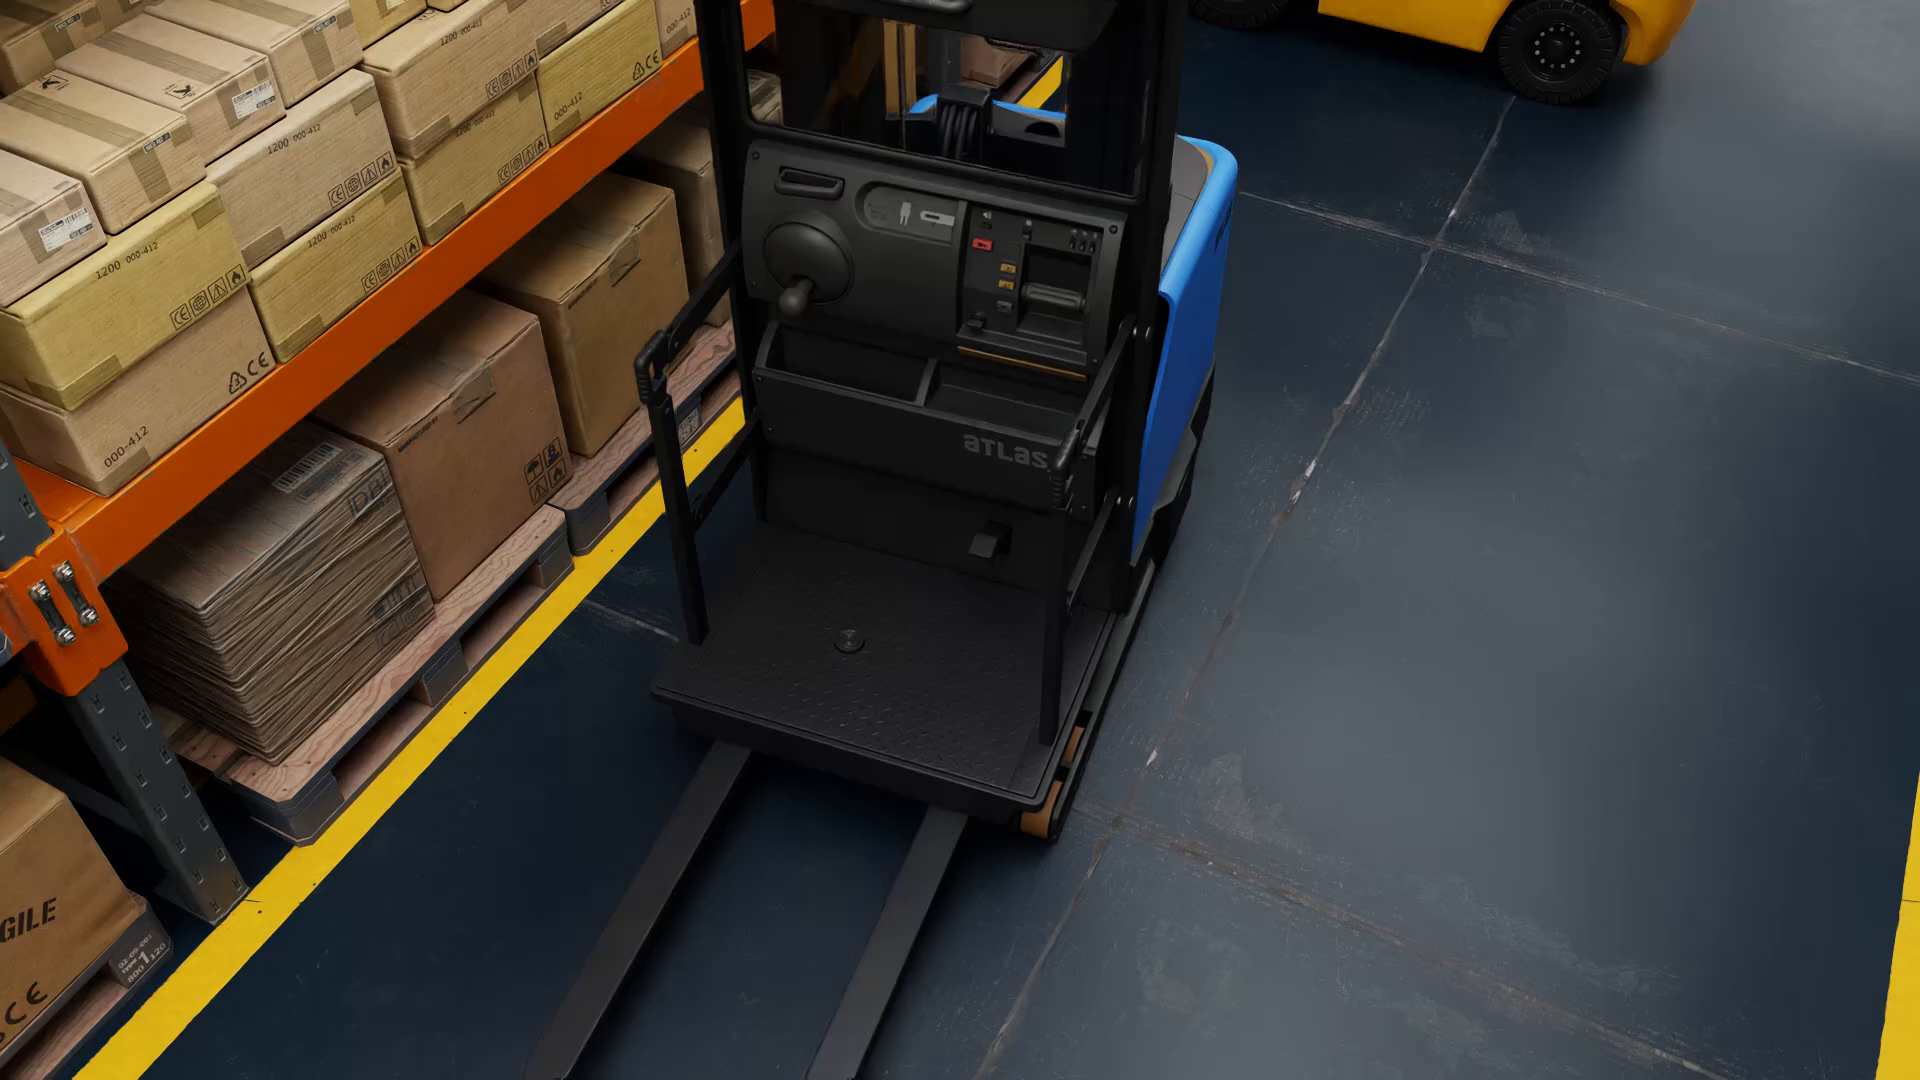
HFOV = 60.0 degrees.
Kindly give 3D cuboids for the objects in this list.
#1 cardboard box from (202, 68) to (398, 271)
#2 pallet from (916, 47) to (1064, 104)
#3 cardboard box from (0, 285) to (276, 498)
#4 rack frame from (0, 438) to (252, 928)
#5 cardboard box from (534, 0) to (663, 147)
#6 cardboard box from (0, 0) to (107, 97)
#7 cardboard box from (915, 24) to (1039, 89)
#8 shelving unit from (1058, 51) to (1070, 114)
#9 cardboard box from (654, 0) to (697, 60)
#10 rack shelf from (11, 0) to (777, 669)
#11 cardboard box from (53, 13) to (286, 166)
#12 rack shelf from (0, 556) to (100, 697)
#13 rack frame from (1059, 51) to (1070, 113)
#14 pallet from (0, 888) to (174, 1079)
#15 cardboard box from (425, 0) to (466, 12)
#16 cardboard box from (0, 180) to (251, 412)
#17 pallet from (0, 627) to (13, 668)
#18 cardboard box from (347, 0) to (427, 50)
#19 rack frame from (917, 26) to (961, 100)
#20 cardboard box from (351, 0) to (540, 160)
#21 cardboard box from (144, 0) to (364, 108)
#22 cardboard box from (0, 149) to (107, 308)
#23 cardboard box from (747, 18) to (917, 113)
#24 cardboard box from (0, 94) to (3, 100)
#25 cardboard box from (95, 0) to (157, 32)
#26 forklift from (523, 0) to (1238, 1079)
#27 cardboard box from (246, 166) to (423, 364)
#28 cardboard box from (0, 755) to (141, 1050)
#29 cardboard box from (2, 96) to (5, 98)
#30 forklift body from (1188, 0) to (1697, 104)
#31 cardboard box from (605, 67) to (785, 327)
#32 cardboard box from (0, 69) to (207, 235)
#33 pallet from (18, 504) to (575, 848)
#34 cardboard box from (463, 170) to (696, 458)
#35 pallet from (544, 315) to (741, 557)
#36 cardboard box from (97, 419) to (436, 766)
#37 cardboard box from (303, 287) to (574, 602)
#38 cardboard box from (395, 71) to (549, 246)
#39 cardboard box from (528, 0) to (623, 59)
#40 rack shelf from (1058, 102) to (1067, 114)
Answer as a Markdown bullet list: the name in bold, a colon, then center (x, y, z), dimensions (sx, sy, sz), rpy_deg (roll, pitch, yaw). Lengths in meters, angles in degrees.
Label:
- **cardboard box**: center (-1.666, -0.900, 3.785), dimensions (0.500, 0.250, 0.500), rpy_deg (22, 49, 20)
- **pallet**: center (-0.059, -2.290, 7.365), dimensions (1.003, 0.211, 1.213), rpy_deg (20, 49, 19)
- **cardboard box**: center (-1.900, -0.409, 3.651), dimensions (0.500, 0.250, 0.500), rpy_deg (21, 49, 19)
- **rack frame**: center (-2.322, -0.263, 3.401), dimensions (1.000, 3.000, 0.127), rpy_deg (20, 49, 19)
- **cardboard box**: center (-1.187, -1.378, 4.608), dimensions (0.500, 0.250, 0.500), rpy_deg (22, 49, 20)
- **cardboard box**: center (-2.154, -1.143, 3.744), dimensions (0.380, 0.149, 0.250), rpy_deg (20, 49, 19)
- **cardboard box**: center (0.053, -2.160, 6.913), dimensions (0.500, 0.250, 0.500), rpy_deg (21, 49, 19)
- **shelving unit**: center (0.442, -1.090, 5.474), dimensions (0.258, 1.200, 0.189), rpy_deg (18, 42, 17)
- **cardboard box**: center (-0.954, -1.705, 4.932), dimensions (0.500, 0.250, 0.500), rpy_deg (21, 49, 19)
- **rack shelf**: center (-1.394, -1.270, 4.902), dimensions (1.077, 0.370, 4.000), rpy_deg (20, 49, 19)
- **cardboard box**: center (-1.694, -0.969, 3.572), dimensions (0.380, 0.149, 0.250), rpy_deg (22, 49, 20)
- **rack shelf**: center (-3.251, 1.250, 2.412), dimensions (1.077, 0.370, 4.000), rpy_deg (20, 49, 19)
- **rack frame**: center (0.404, -1.038, 5.410), dimensions (0.240, 1.200, 0.006), rpy_deg (18, 42, 17)
- **pallet**: center (-2.702, 1.175, 3.941), dimensions (1.003, 0.211, 1.213), rpy_deg (20, 49, 19)
- **cardboard box**: center (-1.323, -1.447, 4.044), dimensions (0.380, 0.149, 0.250), rpy_deg (21, 49, 20)
- **cardboard box**: center (-1.878, -0.577, 3.465), dimensions (0.500, 0.250, 0.500), rpy_deg (20, 49, 19)
- **pallet**: center (-2.575, 0.254, 3.025), dimensions (1.213, 0.211, 1.003), rpy_deg (20, 49, 19)
- **cardboard box**: center (-1.494, -1.306, 3.905), dimensions (0.380, 0.149, 0.250), rpy_deg (21, 49, 19)
- **rack frame**: center (-0.465, -2.783, 5.892), dimensions (1.000, 3.000, 0.127), rpy_deg (20, 49, 19)
- **cardboard box**: center (-1.407, -1.224, 4.105), dimensions (0.500, 0.250, 0.500), rpy_deg (19, 48, 18)
- **cardboard box**: center (-1.584, -1.138, 3.739), dimensions (0.380, 0.149, 0.250), rpy_deg (21, 49, 19)
- **cardboard box**: center (-1.913, -0.630, 3.237), dimensions (0.380, 0.149, 0.250), rpy_deg (22, 49, 20)
- **cardboard box**: center (-0.698, -1.764, 6.258), dimensions (0.875, 0.625, 0.625), rpy_deg (23, 50, 21)
- **cardboard box**: center (-2.328, -1.000, 3.603), dimensions (0.380, 0.149, 0.250), rpy_deg (22, 49, 20)
- **cardboard box**: center (-2.101, -1.321, 3.920), dimensions (0.380, 0.149, 0.250), rpy_deg (20, 49, 18)
- **forklift**: center (-0.149, -0.571, 3.754), dimensions (1.130, 2.935, 3.031), rpy_deg (15, 47, 14)
- **cardboard box**: center (-1.662, -0.725, 3.963), dimensions (0.500, 0.250, 0.500), rpy_deg (19, 48, 18)
- **cardboard box**: center (-2.328, 0.805, 3.808), dimensions (0.500, 0.500, 0.500), rpy_deg (22, 49, 20)
- **cardboard box**: center (-2.124, -1.084, 3.966), dimensions (0.500, 0.250, 0.500), rpy_deg (21, 49, 19)
- **forklift body**: center (2.127, -3.208, 6.908), dimensions (2.313, 2.155, 1.214), rpy_deg (20, 49, 19)
- **cardboard box**: center (-1.065, -1.277, 5.778), dimensions (0.875, 0.625, 0.625), rpy_deg (20, 49, 19)
- **cardboard box**: center (-1.791, -0.799, 3.404), dimensions (0.380, 0.149, 0.250), rpy_deg (21, 49, 20)
- **pallet**: center (-1.905, 0.211, 4.893), dimensions (1.003, 0.211, 1.213), rpy_deg (20, 49, 19)
- **cardboard box**: center (-1.412, -0.803, 5.309), dimensions (0.875, 0.625, 0.625), rpy_deg (19, 48, 17)
- **pallet**: center (-1.338, -0.555, 5.650), dimensions (1.003, 0.211, 1.213), rpy_deg (20, 49, 19)
- **cardboard box**: center (-2.020, 0.035, 4.480), dimensions (0.875, 0.625, 0.625), rpy_deg (22, 49, 20)
- **cardboard box**: center (-1.724, -0.379, 4.890), dimensions (0.875, 0.625, 0.625), rpy_deg (22, 49, 20)
- **cardboard box**: center (-1.429, -1.051, 4.286), dimensions (0.500, 0.250, 0.500), rpy_deg (19, 48, 18)
- **cardboard box**: center (-1.193, -1.554, 4.431), dimensions (0.500, 0.250, 0.500), rpy_deg (21, 49, 20)
- **rack shelf**: center (0.456, -1.332, 5.272), dimensions (0.258, 0.103, 0.180), rpy_deg (18, 42, 17)
